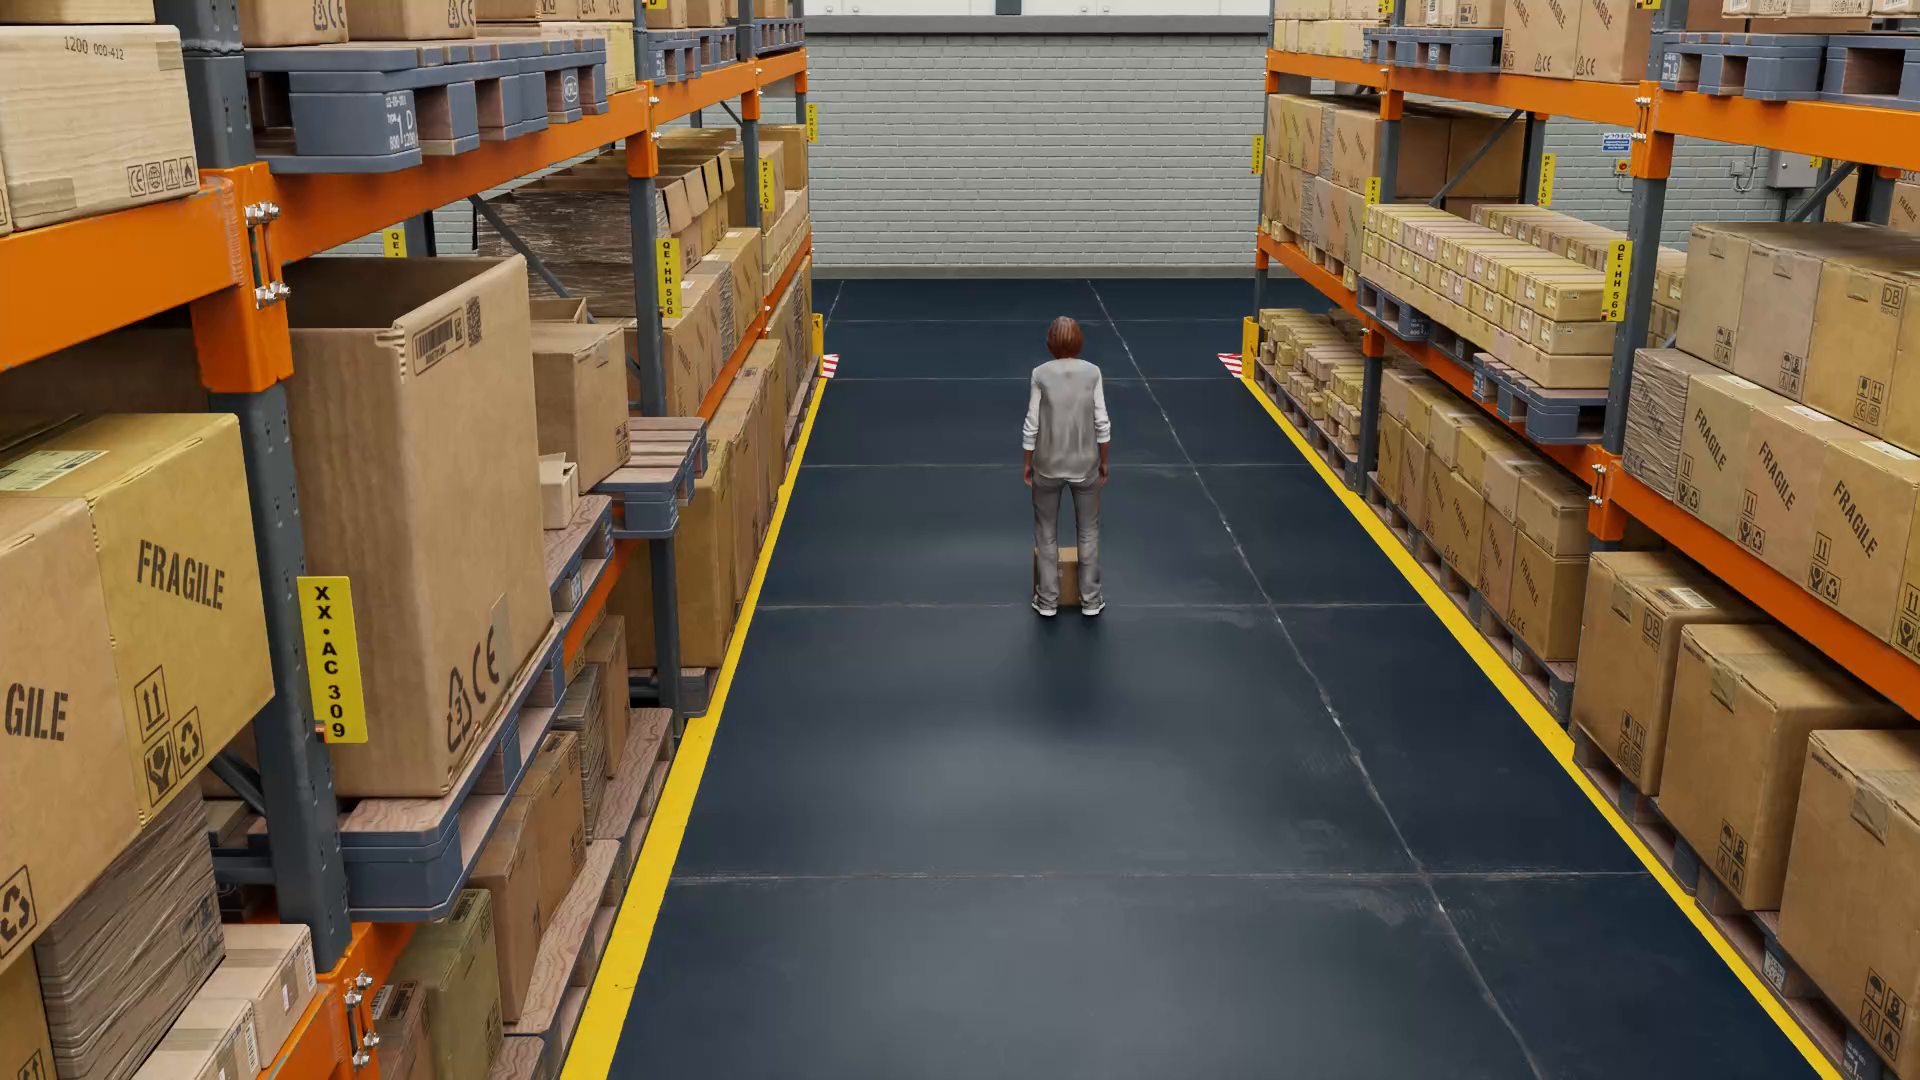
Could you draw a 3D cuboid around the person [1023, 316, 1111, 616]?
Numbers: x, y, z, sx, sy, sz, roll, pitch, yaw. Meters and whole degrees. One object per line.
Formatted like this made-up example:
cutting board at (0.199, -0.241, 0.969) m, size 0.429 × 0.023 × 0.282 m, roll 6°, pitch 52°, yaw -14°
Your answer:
person at (0.558, -0.371, 8.750) m, size 0.462 × 1.594 × 0.344 m, roll 0°, pitch 17°, yaw -1°
